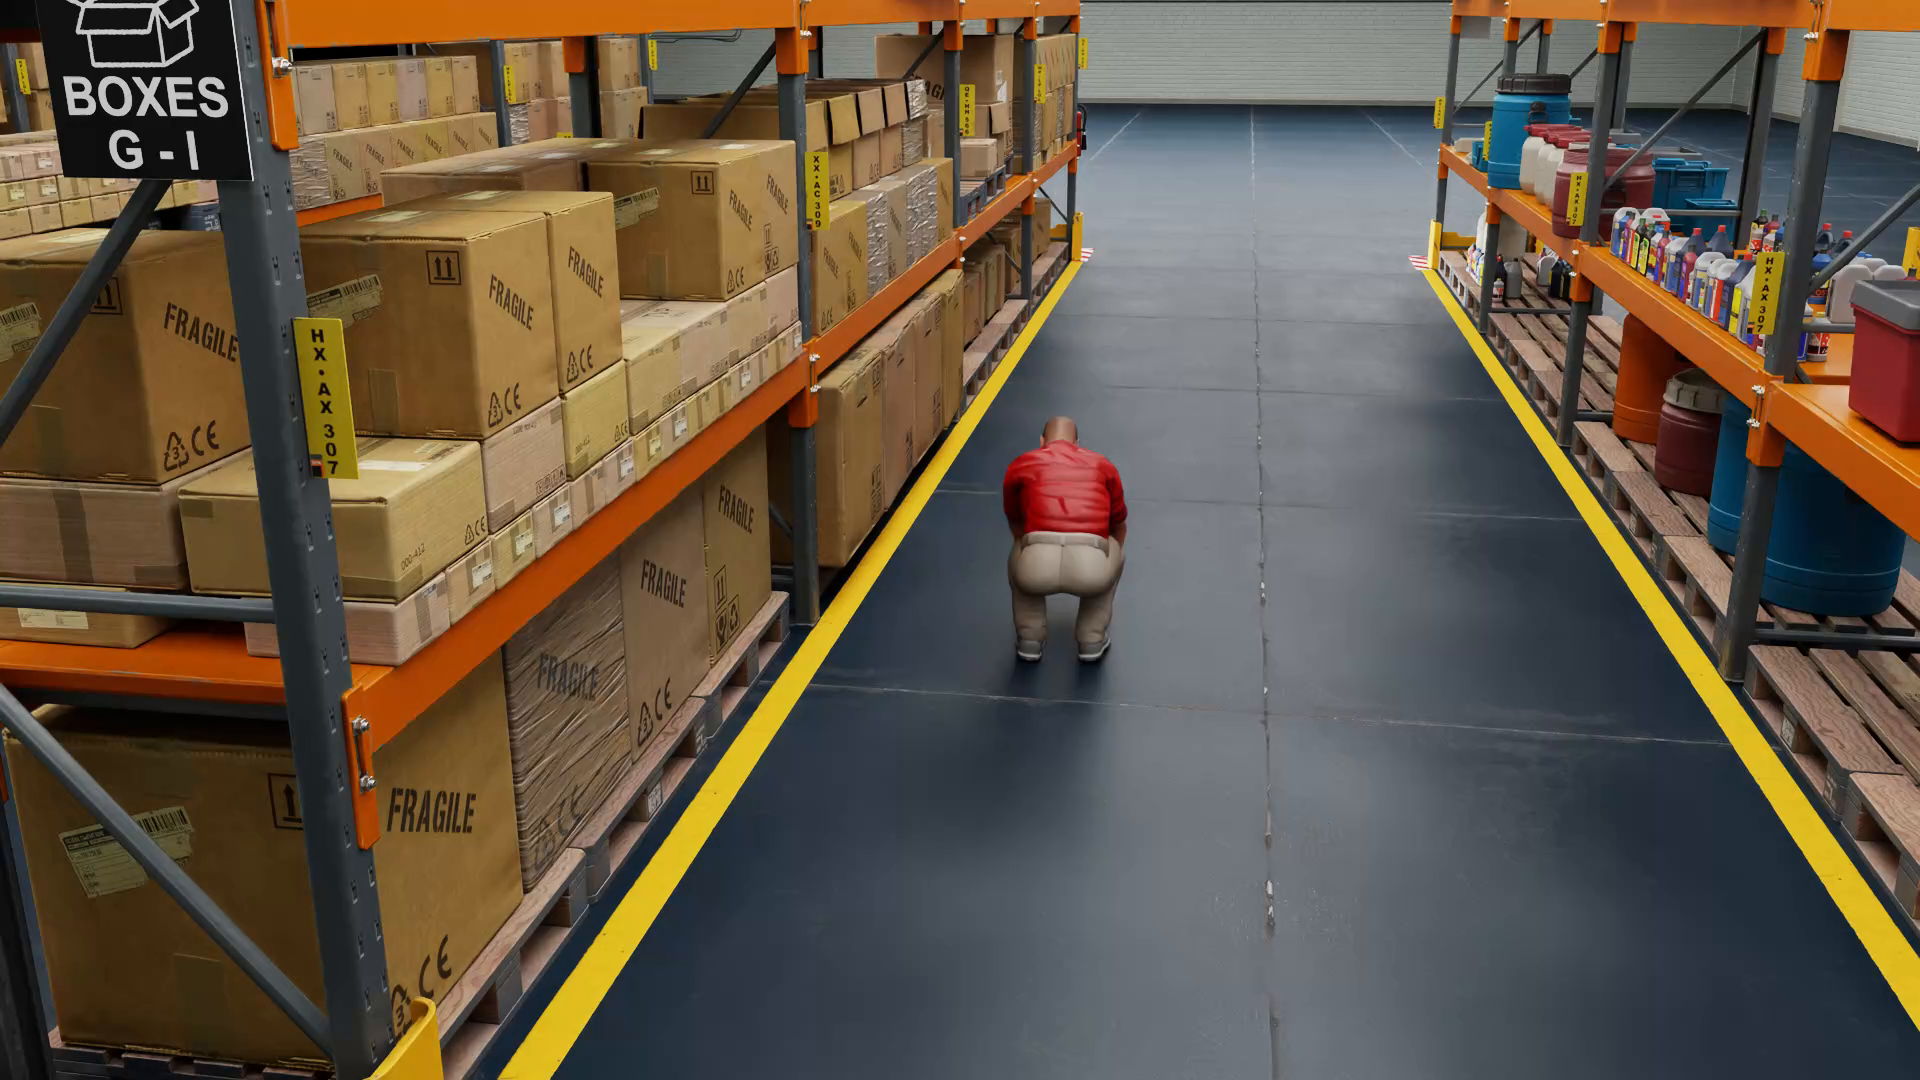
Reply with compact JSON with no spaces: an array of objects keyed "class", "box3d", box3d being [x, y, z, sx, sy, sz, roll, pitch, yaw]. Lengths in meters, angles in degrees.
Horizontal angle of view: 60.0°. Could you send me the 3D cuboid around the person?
[{"class":"person","box3d":[0.451,-0.004,7.342,0.558,0.976,0.878,3,18,9]}]
